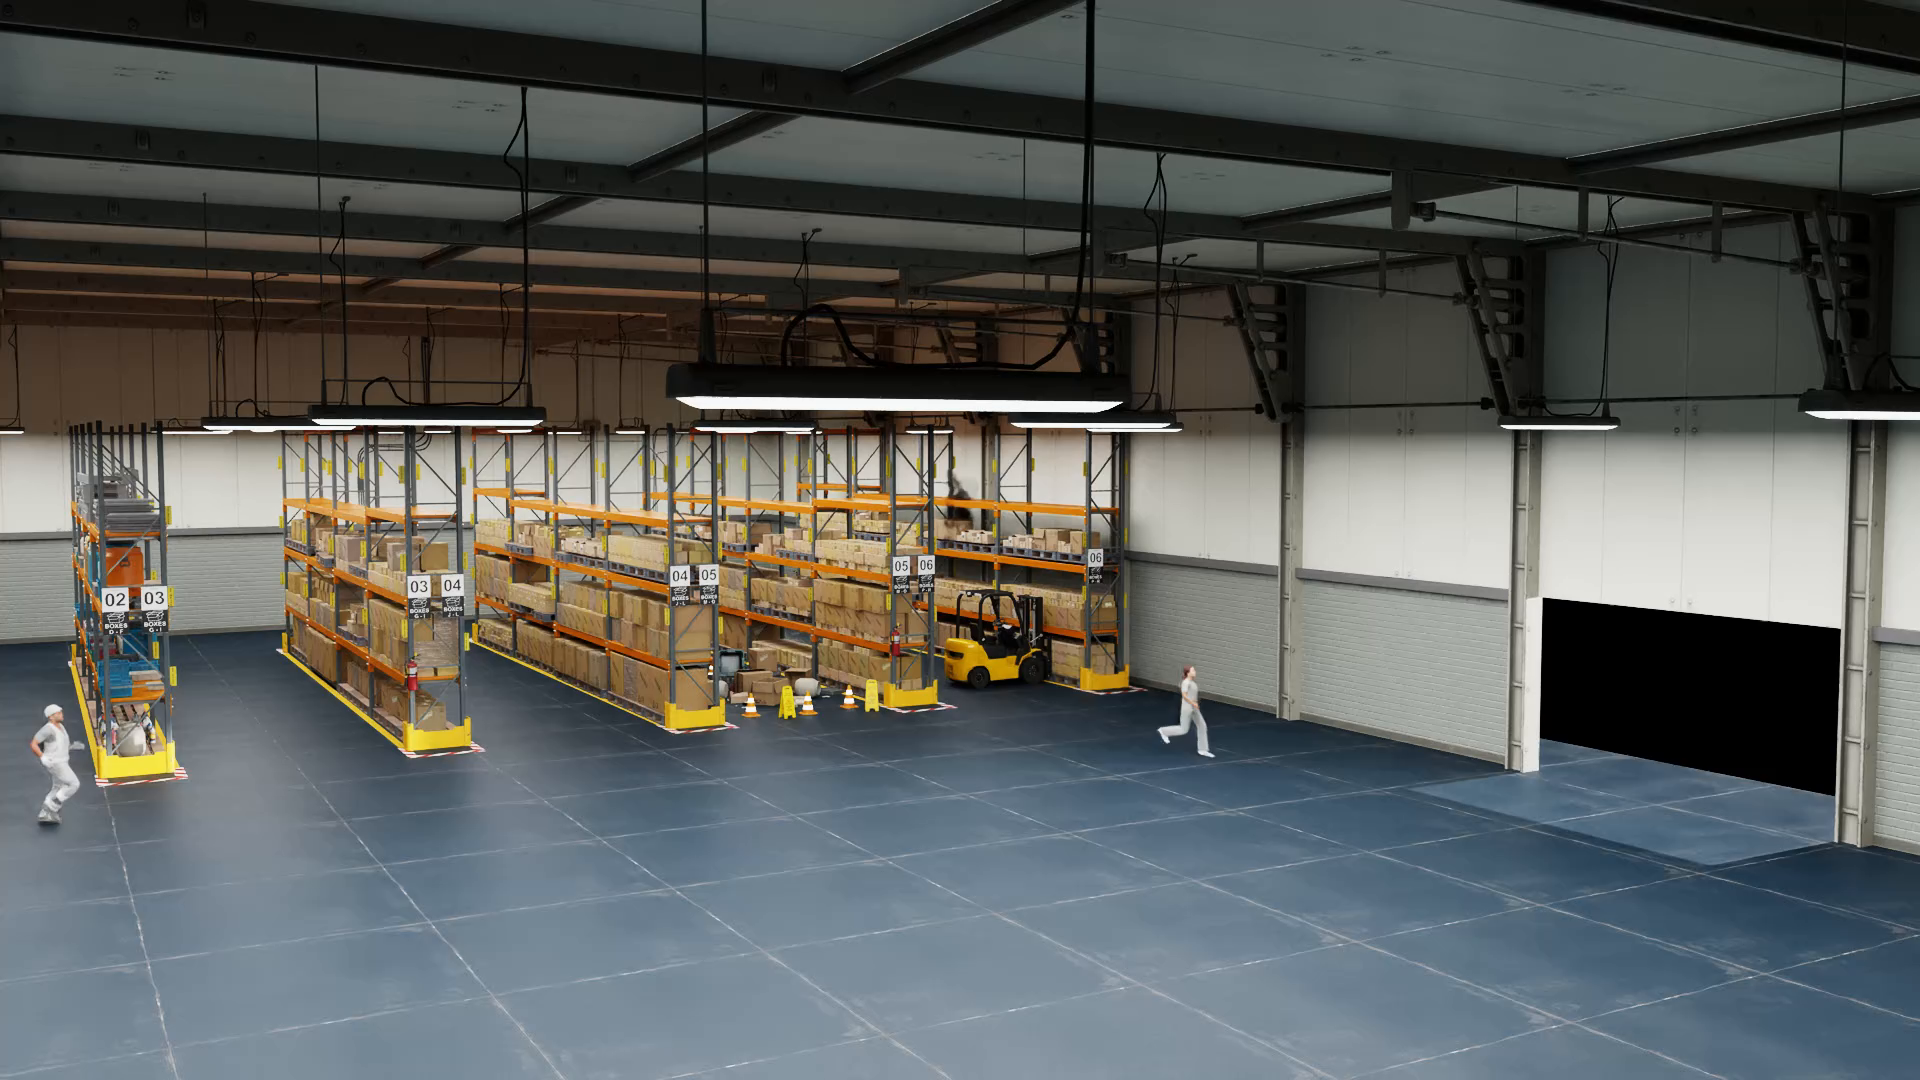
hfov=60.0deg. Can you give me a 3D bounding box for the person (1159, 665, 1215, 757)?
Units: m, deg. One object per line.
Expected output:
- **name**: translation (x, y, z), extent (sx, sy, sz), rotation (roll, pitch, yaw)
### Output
- **person**: translation (4.095, 3.071, 29.967), extent (1.032, 1.656, 0.544), rotation (2, 4, 28)

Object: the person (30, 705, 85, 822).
- **person**: translation (-13.312, 3.302, 24.606), extent (0.648, 1.744, 0.641), rotation (-1, 4, -13)
